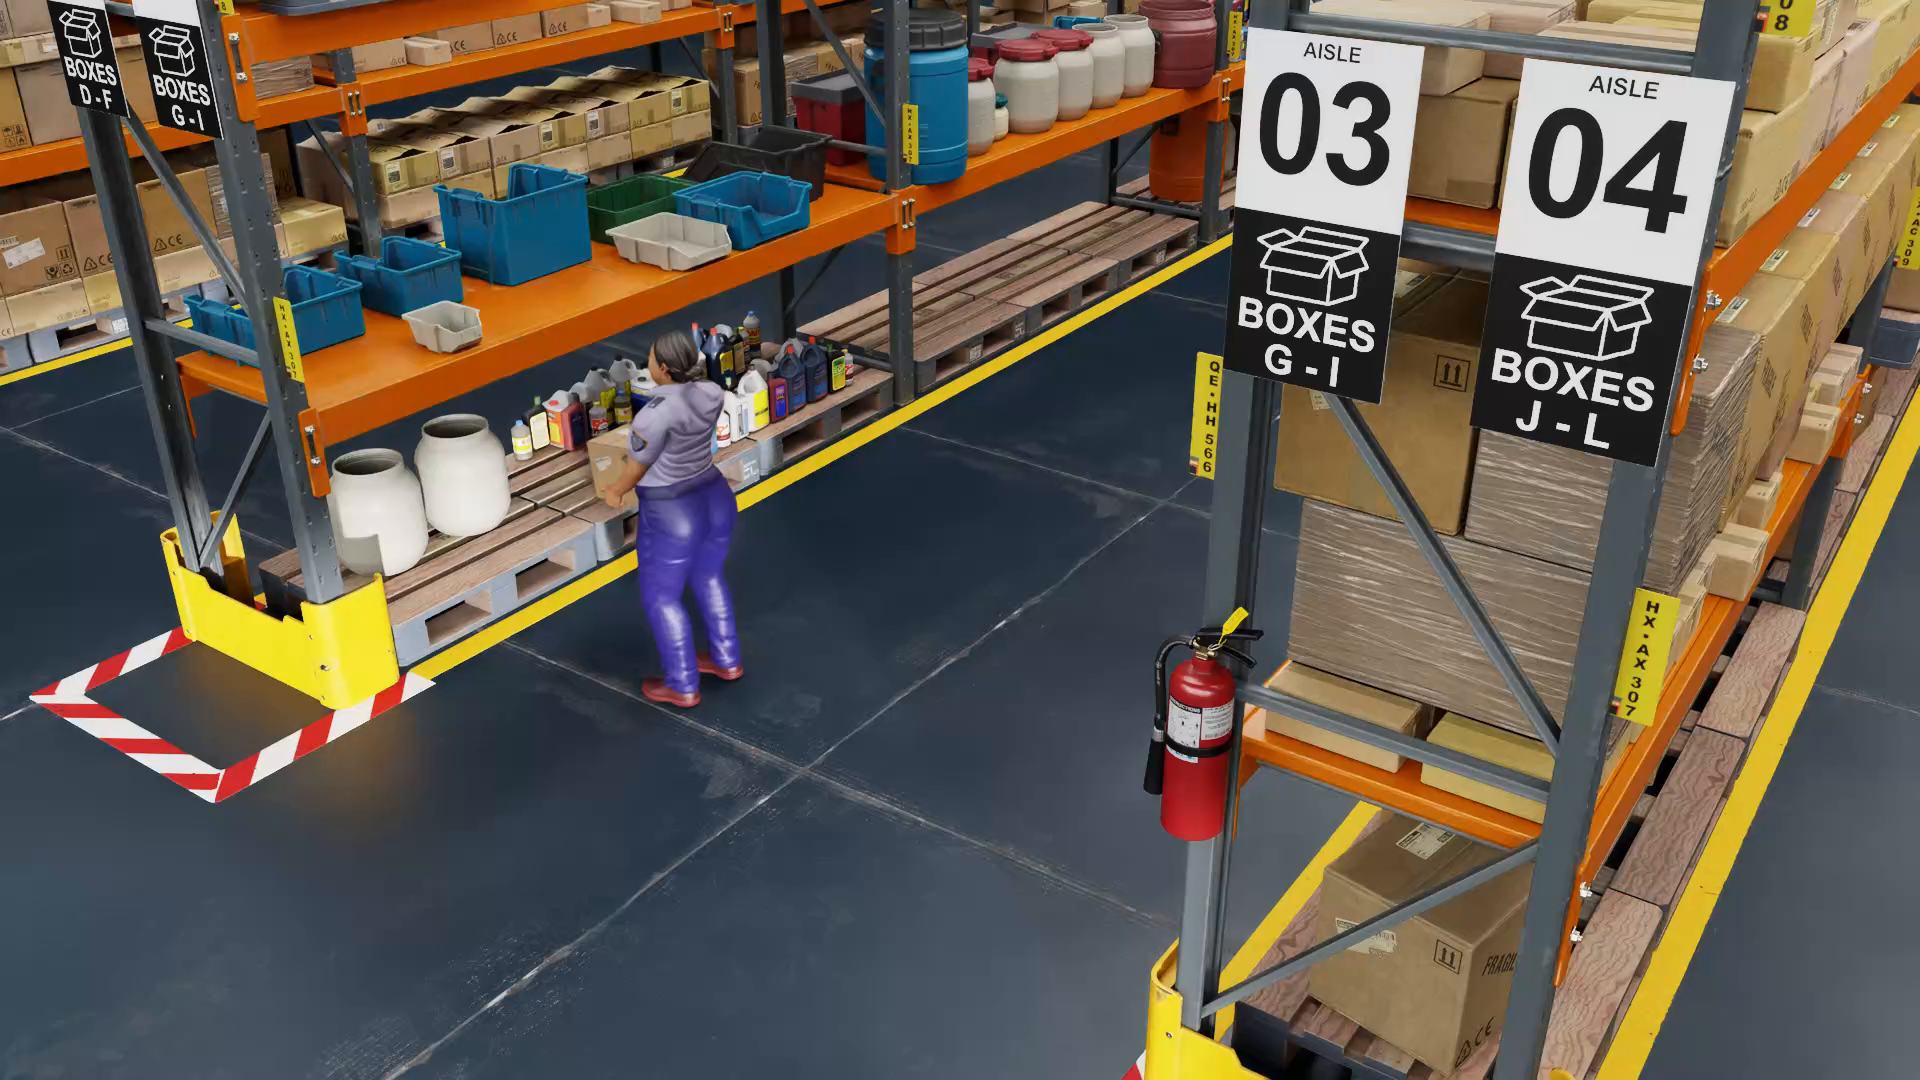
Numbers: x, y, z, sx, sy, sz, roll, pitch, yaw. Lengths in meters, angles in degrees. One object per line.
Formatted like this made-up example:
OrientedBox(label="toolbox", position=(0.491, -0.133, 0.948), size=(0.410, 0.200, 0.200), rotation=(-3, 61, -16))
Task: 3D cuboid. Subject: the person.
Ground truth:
OrientedBox(label="person", position=(-1.206, -0.118, 6.876), size=(0.522, 1.643, 0.449), rotation=(18, 32, 31))
